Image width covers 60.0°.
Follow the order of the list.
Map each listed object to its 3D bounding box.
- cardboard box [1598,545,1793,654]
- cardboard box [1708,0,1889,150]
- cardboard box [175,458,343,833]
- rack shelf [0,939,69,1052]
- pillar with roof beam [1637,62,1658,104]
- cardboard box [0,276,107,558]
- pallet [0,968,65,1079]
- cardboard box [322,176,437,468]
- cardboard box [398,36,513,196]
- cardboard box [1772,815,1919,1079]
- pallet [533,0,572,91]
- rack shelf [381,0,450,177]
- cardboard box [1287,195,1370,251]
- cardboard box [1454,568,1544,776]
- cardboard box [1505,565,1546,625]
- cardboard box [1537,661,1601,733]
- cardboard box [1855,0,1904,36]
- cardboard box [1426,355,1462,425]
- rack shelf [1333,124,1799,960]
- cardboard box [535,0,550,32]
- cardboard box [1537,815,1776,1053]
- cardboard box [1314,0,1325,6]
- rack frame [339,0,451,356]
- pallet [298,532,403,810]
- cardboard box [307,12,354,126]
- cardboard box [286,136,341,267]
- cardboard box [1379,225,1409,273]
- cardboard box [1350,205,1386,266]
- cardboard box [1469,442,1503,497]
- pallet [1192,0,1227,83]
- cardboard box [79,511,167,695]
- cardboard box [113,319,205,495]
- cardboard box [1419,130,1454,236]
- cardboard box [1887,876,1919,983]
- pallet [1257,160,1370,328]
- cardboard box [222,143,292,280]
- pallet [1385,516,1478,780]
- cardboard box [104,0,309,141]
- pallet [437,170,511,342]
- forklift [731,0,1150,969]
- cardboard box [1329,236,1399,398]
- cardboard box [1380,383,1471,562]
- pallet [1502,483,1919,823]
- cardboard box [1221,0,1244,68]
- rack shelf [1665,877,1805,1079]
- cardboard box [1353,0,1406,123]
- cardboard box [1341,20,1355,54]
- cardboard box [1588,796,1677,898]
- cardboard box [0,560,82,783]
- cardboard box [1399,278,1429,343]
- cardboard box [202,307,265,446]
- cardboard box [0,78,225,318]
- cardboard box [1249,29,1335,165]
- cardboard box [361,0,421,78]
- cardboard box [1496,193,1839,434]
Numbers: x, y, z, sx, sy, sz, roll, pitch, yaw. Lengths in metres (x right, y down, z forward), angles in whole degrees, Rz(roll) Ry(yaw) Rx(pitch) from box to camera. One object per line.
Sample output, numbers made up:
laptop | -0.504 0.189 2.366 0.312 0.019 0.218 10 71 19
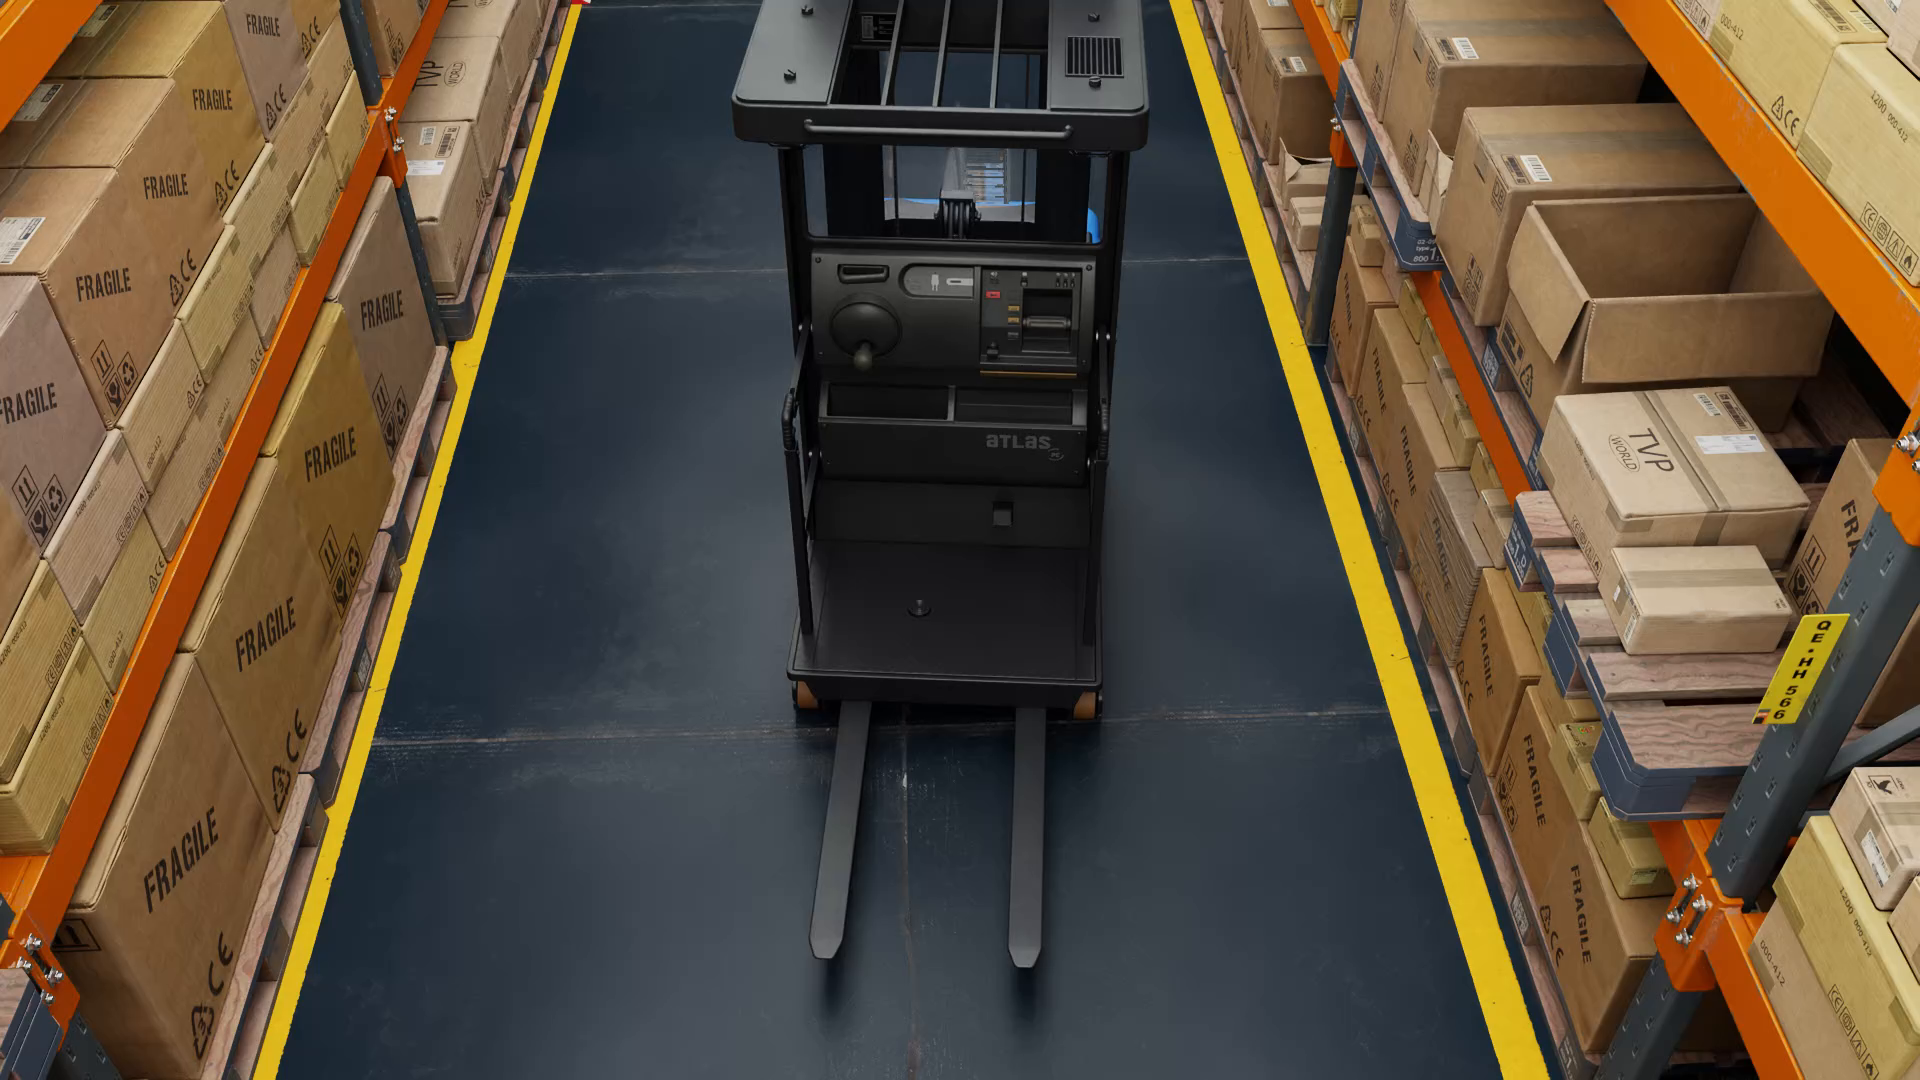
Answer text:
cardboard box | 1.868 0.151 4.240 0.380 0.149 0.250 -1 43 -1
cardboard box | 1.993 -1.083 3.603 0.500 0.250 0.500 -2 43 -2
cardboard box | -2.660 0.349 5.411 0.875 0.875 0.875 -1 43 -1
rack shelf | -2.595 2.406 2.437 1.077 0.370 4.000 -2 43 -2
pillar with roof beam | -1.321 -4.638 5.150 9.100 9.000 0.400 -2 43 -2
cardboard box | -2.487 -0.289 4.031 0.500 0.500 0.500 -1 43 -2
pallet | -2.543 1.340 3.210 1.213 0.211 1.003 -2 43 -2
cardboard box | -2.743 -0.865 6.735 0.875 0.875 0.875 0 43 0
cardboard box | -2.808 -2.151 8.462 0.875 0.438 0.875 -3 43 -3
cardboard box | 2.029 0.824 3.372 0.500 0.250 0.500 -2 43 -2
pallet | -2.907 -3.044 9.915 1.003 0.211 1.213 -2 43 -2
rack shelf | -2.934 -2.994 8.329 1.077 0.370 4.000 -2 43 -2
cardboard box | 1.793 -1.526 7.994 0.380 0.149 0.250 -3 43 -3
cardboard box | 2.011 0.442 5.587 0.500 0.500 0.500 0 43 0
cardboard box | 2.019 0.137 5.440 0.380 0.149 0.250 -2 43 -2
cardboard box | 1.996 0.485 5.060 0.380 0.149 0.250 -3 43 -3
cardboard box | 2.047 -1.137 3.367 0.380 0.149 0.250 -1 43 -1
cardboard box | 1.969 -0.565 6.205 0.380 0.149 0.250 -2 43 -2
rack shelf | 2.195 -0.439 5.541 1.077 0.370 4.000 -2 43 -2
cardboard box | -2.891 -3.377 9.800 0.875 0.438 0.875 -3 43 -3
cardboard box | 2.047 1.133 4.833 0.500 0.500 0.500 -1 43 -1
cardboard box | 1.776 -2.520 7.465 0.380 0.149 0.250 -1 43 -1
rack frame | -2.849 -1.909 6.613 1.000 3.000 0.127 -2 43 -2
pallet | -2.687 0.463 6.089 1.003 0.211 1.213 -2 43 -2
cardboard box | -2.588 -1.748 6.178 0.500 0.250 0.500 -2 43 -2
cardboard box | -2.558 -1.215 5.966 0.500 0.250 0.500 -2 43 -2
cardboard box | 1.918 -1.213 6.692 0.380 0.149 0.250 -4 43 -4
cardboard box | 1.859 -1.277 6.982 0.380 0.149 0.250 0 43 0
cardboard box | 2.018 -0.216 5.825 0.380 0.149 0.250 -1 43 -2
pallet | 1.978 -3.137 10.017 1.003 0.211 1.213 -2 43 -2
cardboard box | -2.488 0.163 4.464 0.500 0.250 0.500 -3 43 -3
cardboard box | -2.484 -0.373 4.678 0.500 0.250 0.500 -2 43 -2
cardboard box | 1.785 -1.211 5.640 0.396 0.266 0.258 0 43 0
cardboard box | 2.011 0.774 3.132 0.380 0.149 0.250 -1 43 -1
pallet | 2.081 -1.490 8.219 1.003 0.211 1.213 -2 43 -2
cardboard box | -2.531 -1.061 5.429 0.500 0.250 0.500 -1 43 -1
pallet | 2.237 0.347 6.215 1.003 0.211 1.213 -2 43 -2
cardboard box | -2.550 -1.671 5.539 0.500 0.500 0.500 -1 43 -1
pallet | -2.804 -1.397 8.118 1.003 0.211 1.213 -2 43 -2
forklift | -0.032 -0.660 5.301 1.130 2.935 3.031 2 43 2
cardboard box | 1.905 -0.955 7.111 0.500 0.500 0.500 0 43 0
cardboard box | 1.955 -0.258 6.351 0.500 0.500 0.500 -3 43 -3
pallet | 2.181 0.261 4.387 1.213 0.211 1.003 -2 43 -2
cardboard box | 1.868 -2.994 9.336 0.700 0.500 0.500 0 43 0
rack shelf | 2.364 2.261 2.595 1.077 0.370 4.000 -2 43 -2
cardboard box | 1.907 -1.913 6.232 0.700 0.500 0.500 -1 43 -1
cardboard box | 1.844 -2.170 7.083 0.380 0.149 0.250 -1 43 -1
cardboard box | 2.005 0.847 4.665 0.380 0.149 0.250 -4 43 -4
cardboard box | -2.454 0.313 3.930 0.500 0.250 0.500 -2 43 -2
cardboard box | 1.970 -0.919 6.592 0.380 0.149 0.250 -4 43 -4
cardboard box | -2.529 -0.525 5.214 0.500 0.250 0.500 -2 43 -2
cardboard box | -2.511 -0.979 4.785 0.500 0.500 0.500 -1 43 -1
cardboard box | 1.913 -2.293 8.571 0.700 0.500 0.500 -3 43 -3
cardboard box | -2.608 -2.271 6.933 0.500 0.500 0.500 0 43 0
cardboard box | 2.025 -0.643 4.845 0.797 0.503 0.637 -3 43 -3
